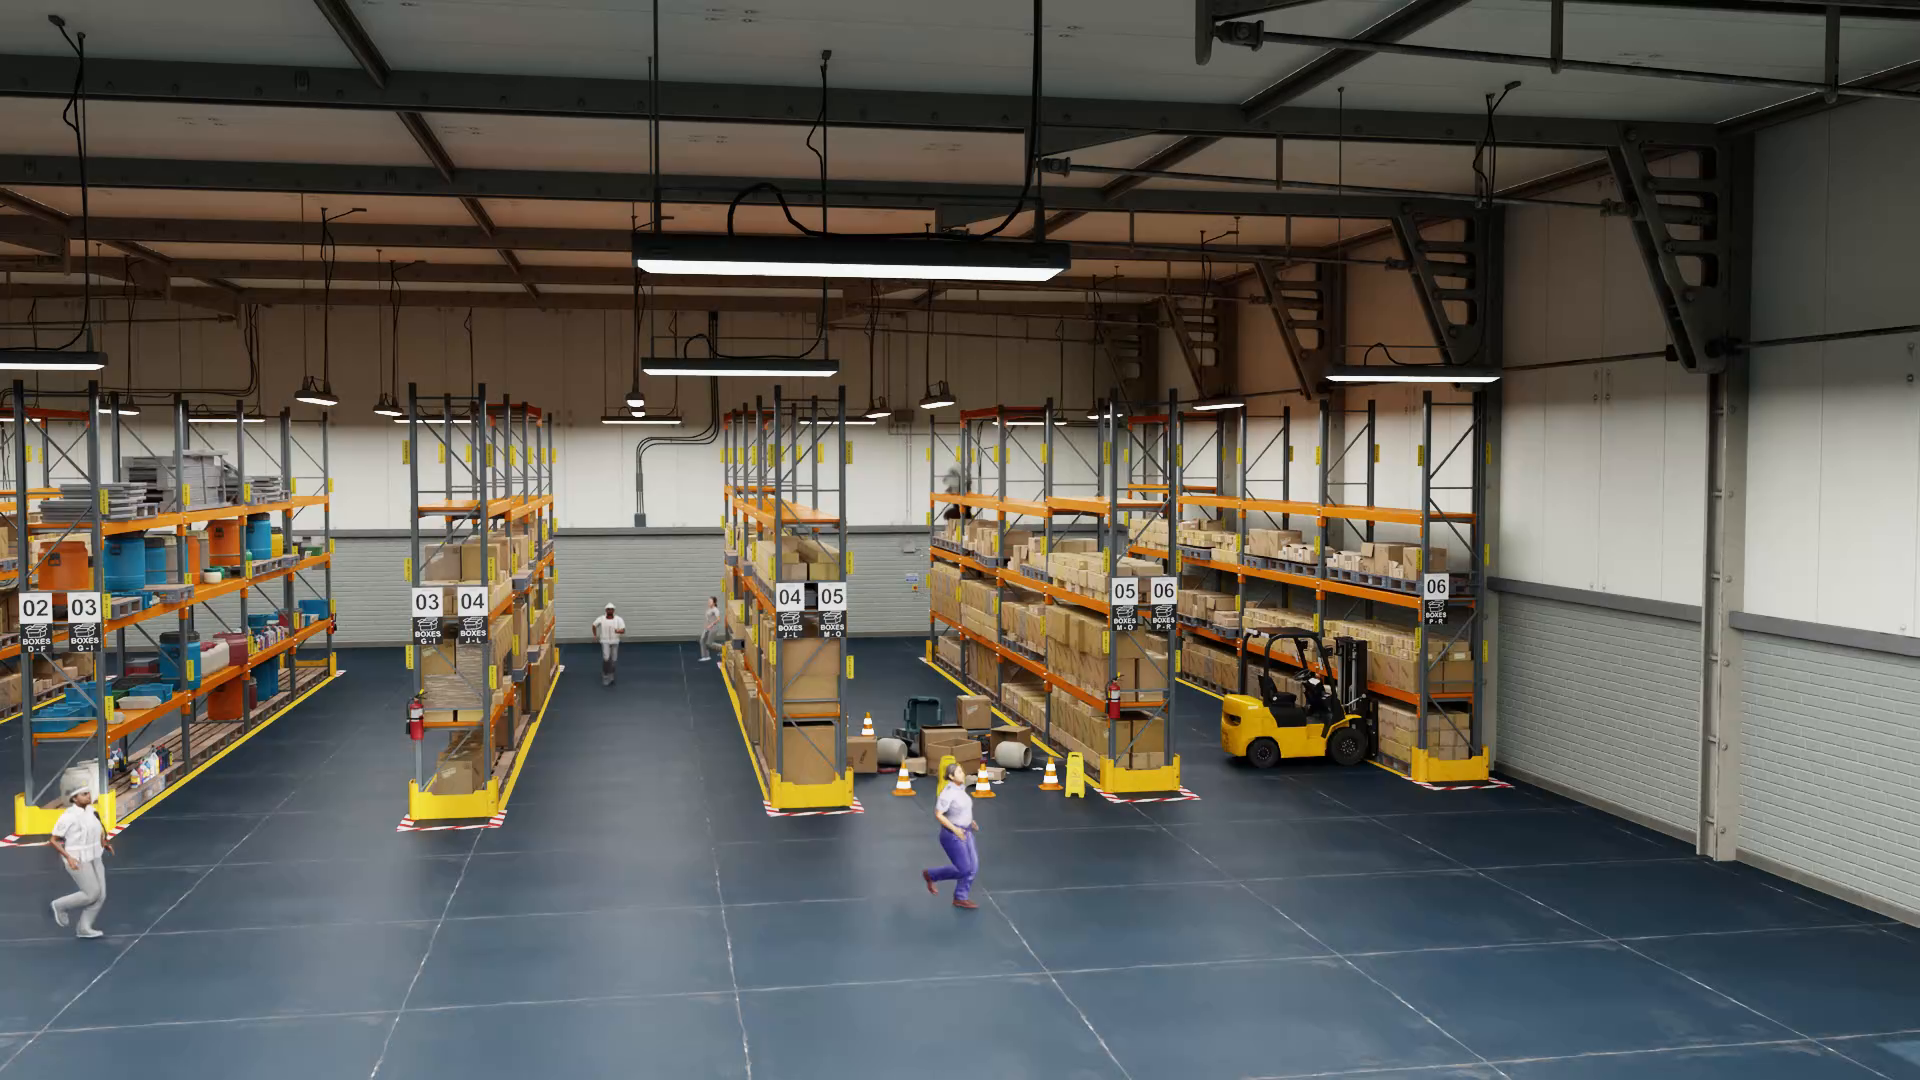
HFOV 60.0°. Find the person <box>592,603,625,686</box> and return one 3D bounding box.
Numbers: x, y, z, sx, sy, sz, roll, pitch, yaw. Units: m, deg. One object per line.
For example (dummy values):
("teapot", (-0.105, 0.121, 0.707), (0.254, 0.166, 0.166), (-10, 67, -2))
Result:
("person", (-7.650, 2.285, 36.320), (0.672, 1.818, 0.751), (-1, 3, -20))

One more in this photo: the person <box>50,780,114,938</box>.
("person", (-9.096, 3.306, 17.260), (0.551, 1.644, 0.589), (1, 3, 11))

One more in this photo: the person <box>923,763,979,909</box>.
("person", (-0.083, 3.273, 18.448), (0.607, 1.608, 0.608), (1, 3, 21))

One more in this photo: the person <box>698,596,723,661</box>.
("person", (-5.973, 2.171, 40.578), (0.697, 1.620, 0.658), (-2, 3, -29))
